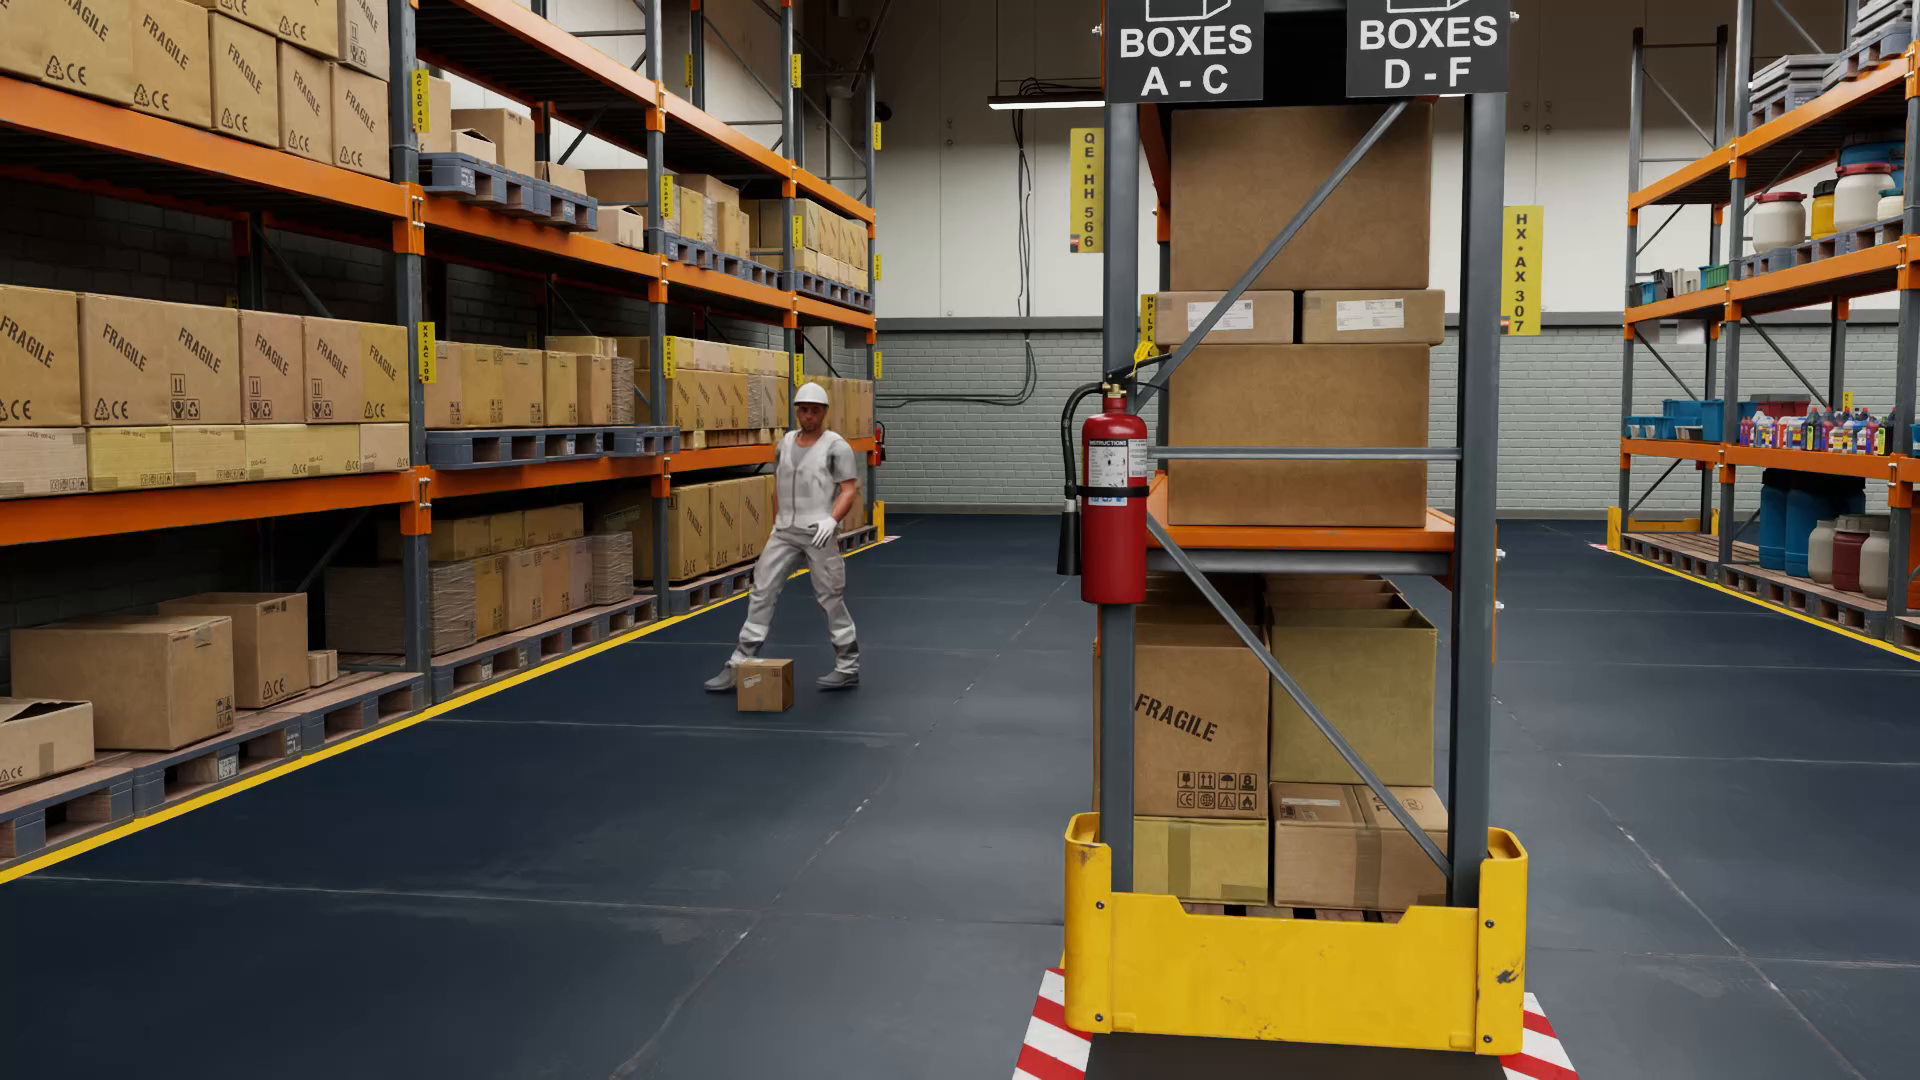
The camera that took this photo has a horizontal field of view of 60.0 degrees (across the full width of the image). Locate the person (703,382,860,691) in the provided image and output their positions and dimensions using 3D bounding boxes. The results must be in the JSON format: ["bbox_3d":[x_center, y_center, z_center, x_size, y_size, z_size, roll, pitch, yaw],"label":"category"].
[{"bbox_3d":[-0.998,-0.024,9.598,0.740,1.767,0.719,2,5,29],"label":"person"}]
